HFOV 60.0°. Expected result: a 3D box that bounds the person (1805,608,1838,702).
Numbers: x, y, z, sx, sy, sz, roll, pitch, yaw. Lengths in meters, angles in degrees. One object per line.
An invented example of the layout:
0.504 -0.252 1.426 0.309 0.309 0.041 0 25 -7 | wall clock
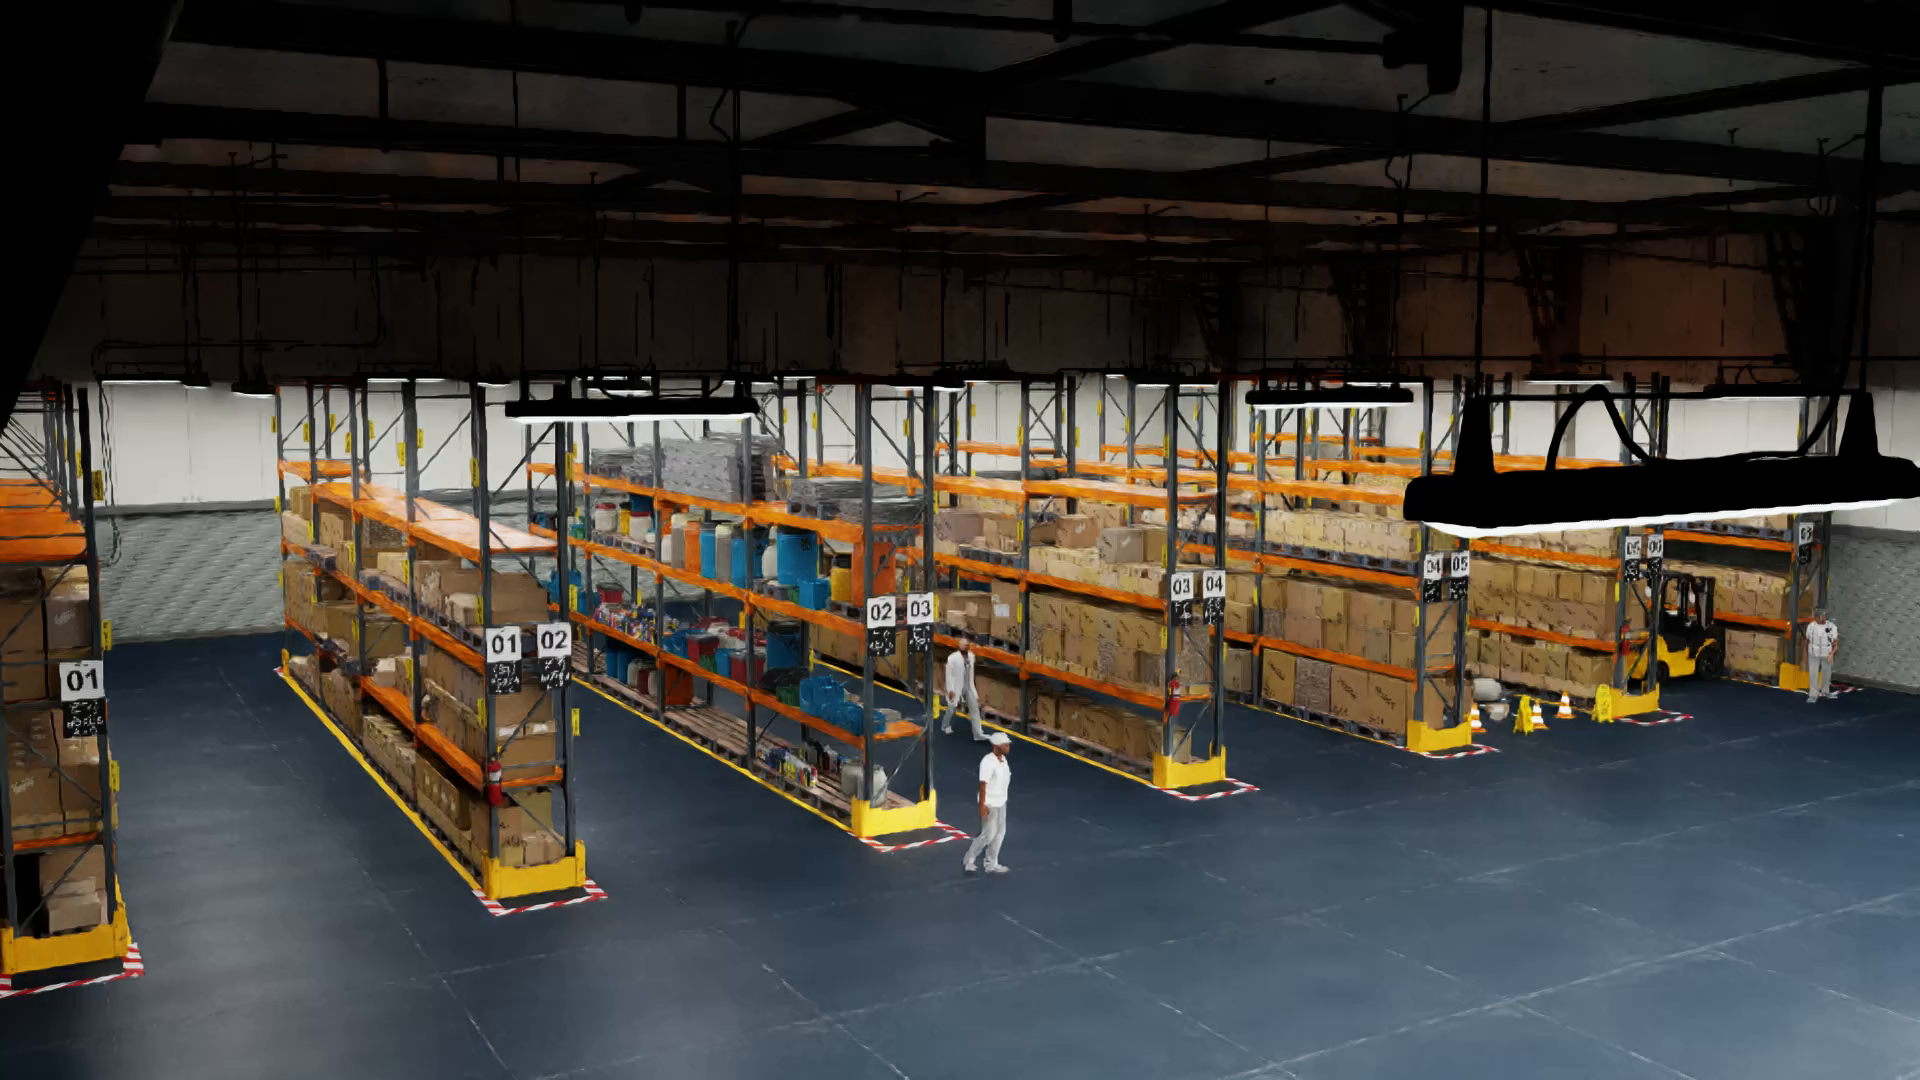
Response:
15.919 2.106 30.726 0.570 1.739 0.721 4 7 31 | person

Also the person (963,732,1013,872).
0.348 3.225 20.492 0.579 1.754 0.612 3 7 25 | person

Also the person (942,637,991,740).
0.041 2.449 27.618 0.598 1.698 1.194 -3 7 -27 | person
